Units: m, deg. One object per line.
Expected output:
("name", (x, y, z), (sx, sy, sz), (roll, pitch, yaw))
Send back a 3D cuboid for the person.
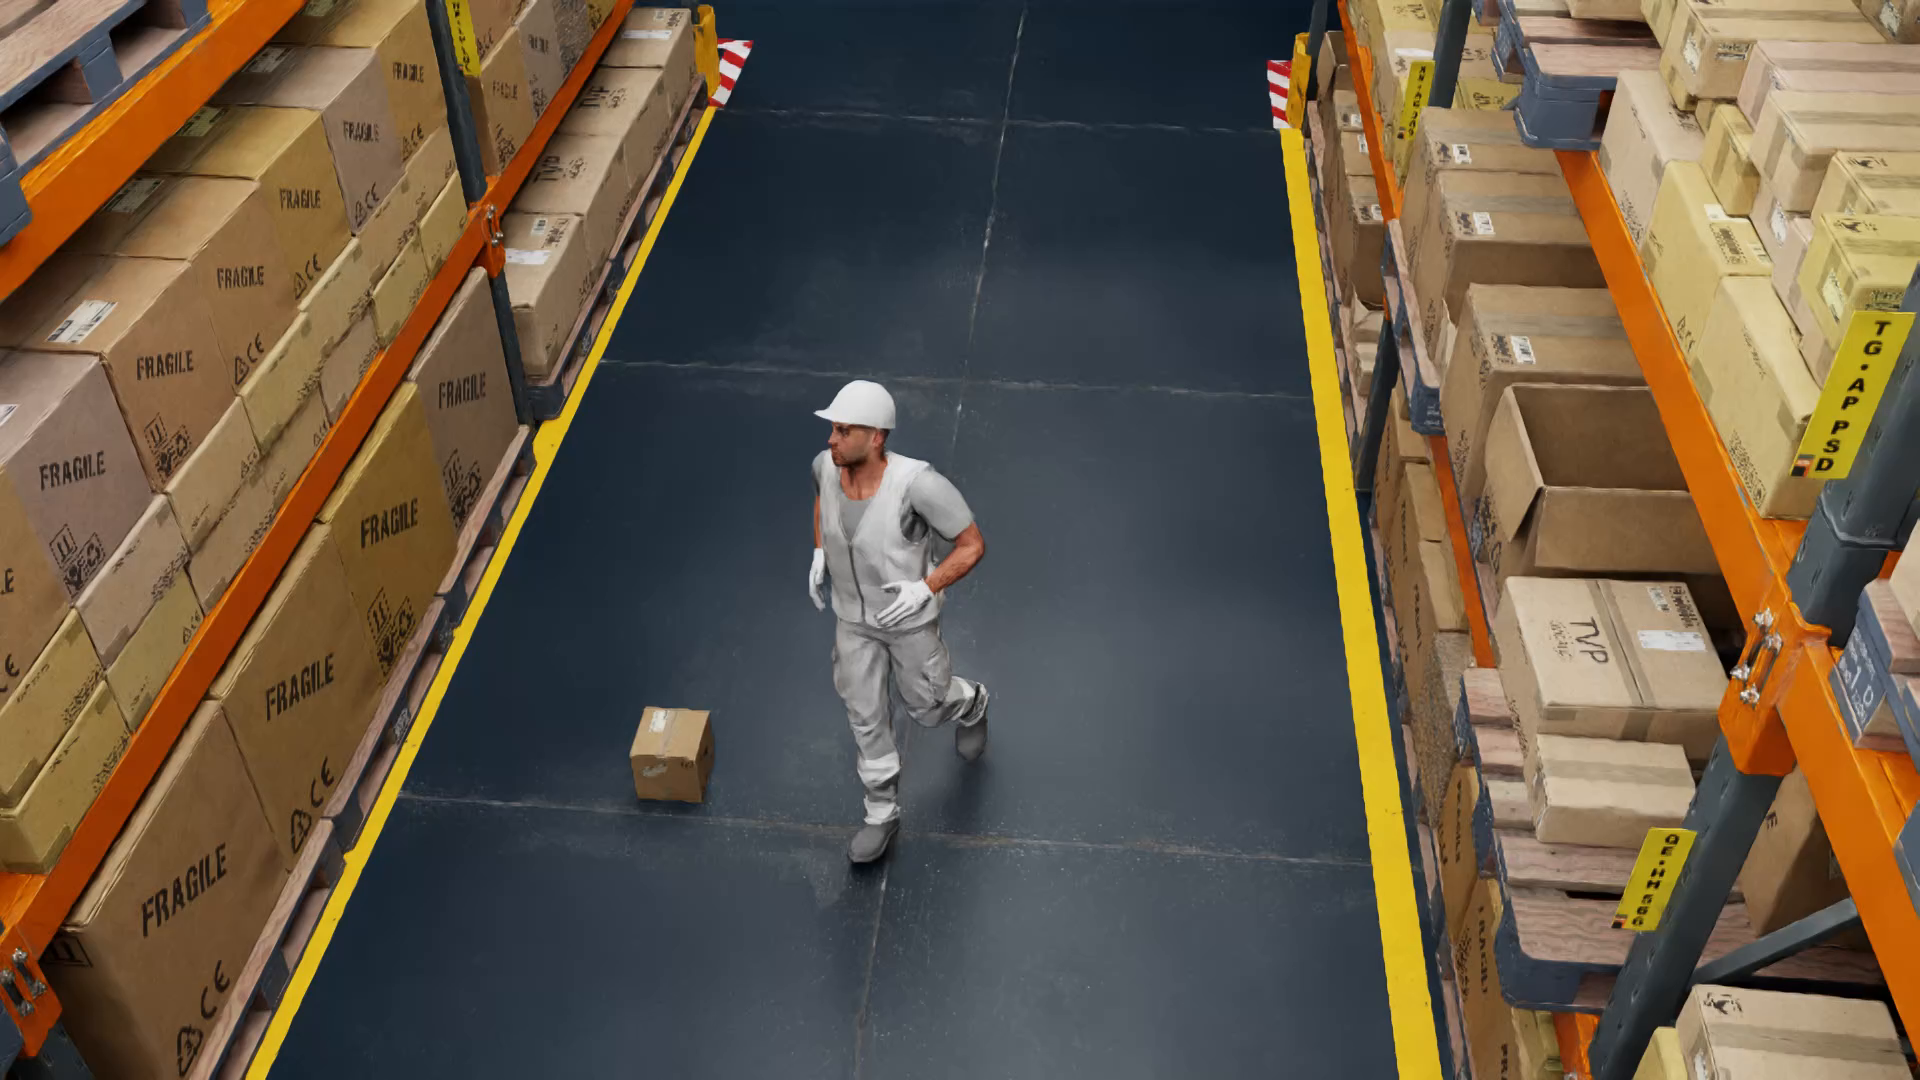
("person", (-0.289, 0.263, 5.829), (0.718, 1.756, 0.889), (18, 43, 21))
